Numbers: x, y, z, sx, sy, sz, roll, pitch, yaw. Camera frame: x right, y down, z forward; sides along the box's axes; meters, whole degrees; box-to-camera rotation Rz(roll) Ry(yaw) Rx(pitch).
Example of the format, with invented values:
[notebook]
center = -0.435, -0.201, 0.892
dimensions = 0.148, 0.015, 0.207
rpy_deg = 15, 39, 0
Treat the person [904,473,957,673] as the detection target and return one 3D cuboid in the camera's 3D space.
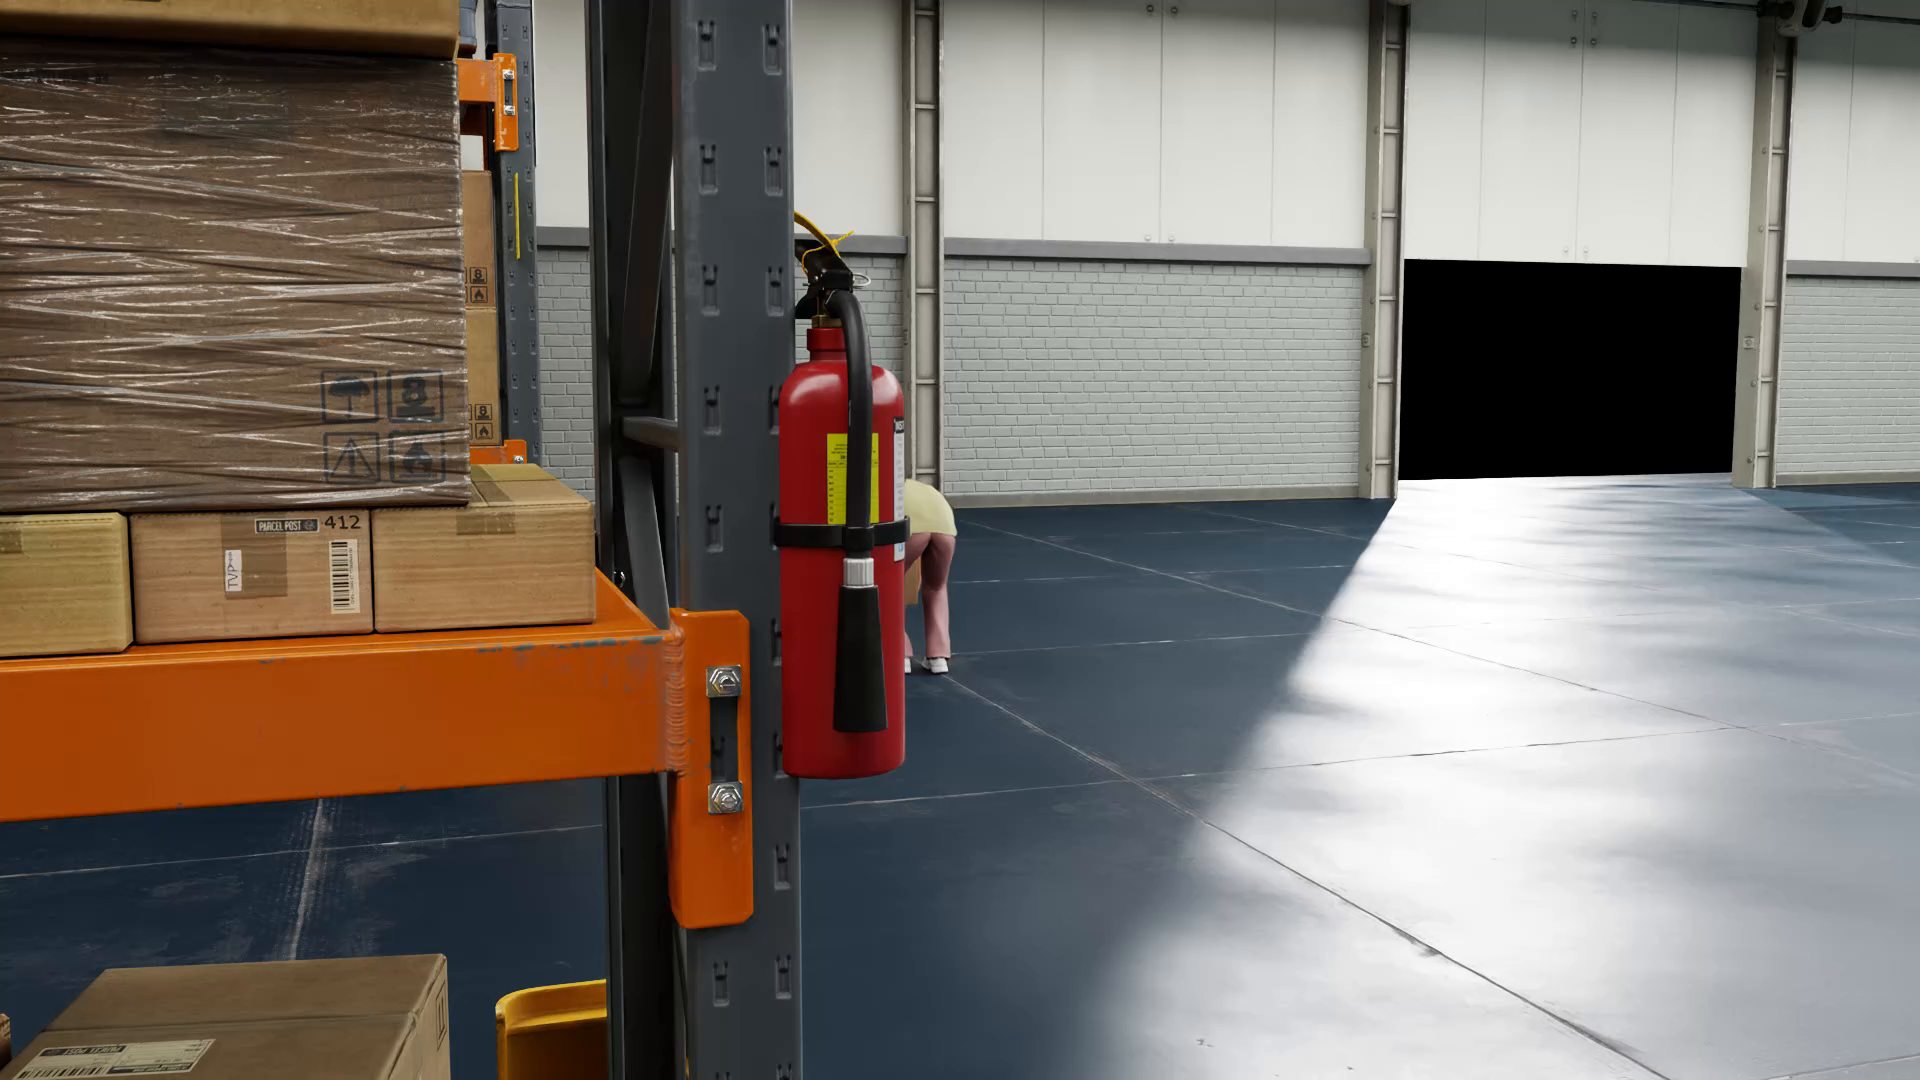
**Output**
[person]
center = -0.300, 0.155, 9.002
dimensions = 0.449, 1.069, 0.865
rpy_deg = -2, 6, -21
